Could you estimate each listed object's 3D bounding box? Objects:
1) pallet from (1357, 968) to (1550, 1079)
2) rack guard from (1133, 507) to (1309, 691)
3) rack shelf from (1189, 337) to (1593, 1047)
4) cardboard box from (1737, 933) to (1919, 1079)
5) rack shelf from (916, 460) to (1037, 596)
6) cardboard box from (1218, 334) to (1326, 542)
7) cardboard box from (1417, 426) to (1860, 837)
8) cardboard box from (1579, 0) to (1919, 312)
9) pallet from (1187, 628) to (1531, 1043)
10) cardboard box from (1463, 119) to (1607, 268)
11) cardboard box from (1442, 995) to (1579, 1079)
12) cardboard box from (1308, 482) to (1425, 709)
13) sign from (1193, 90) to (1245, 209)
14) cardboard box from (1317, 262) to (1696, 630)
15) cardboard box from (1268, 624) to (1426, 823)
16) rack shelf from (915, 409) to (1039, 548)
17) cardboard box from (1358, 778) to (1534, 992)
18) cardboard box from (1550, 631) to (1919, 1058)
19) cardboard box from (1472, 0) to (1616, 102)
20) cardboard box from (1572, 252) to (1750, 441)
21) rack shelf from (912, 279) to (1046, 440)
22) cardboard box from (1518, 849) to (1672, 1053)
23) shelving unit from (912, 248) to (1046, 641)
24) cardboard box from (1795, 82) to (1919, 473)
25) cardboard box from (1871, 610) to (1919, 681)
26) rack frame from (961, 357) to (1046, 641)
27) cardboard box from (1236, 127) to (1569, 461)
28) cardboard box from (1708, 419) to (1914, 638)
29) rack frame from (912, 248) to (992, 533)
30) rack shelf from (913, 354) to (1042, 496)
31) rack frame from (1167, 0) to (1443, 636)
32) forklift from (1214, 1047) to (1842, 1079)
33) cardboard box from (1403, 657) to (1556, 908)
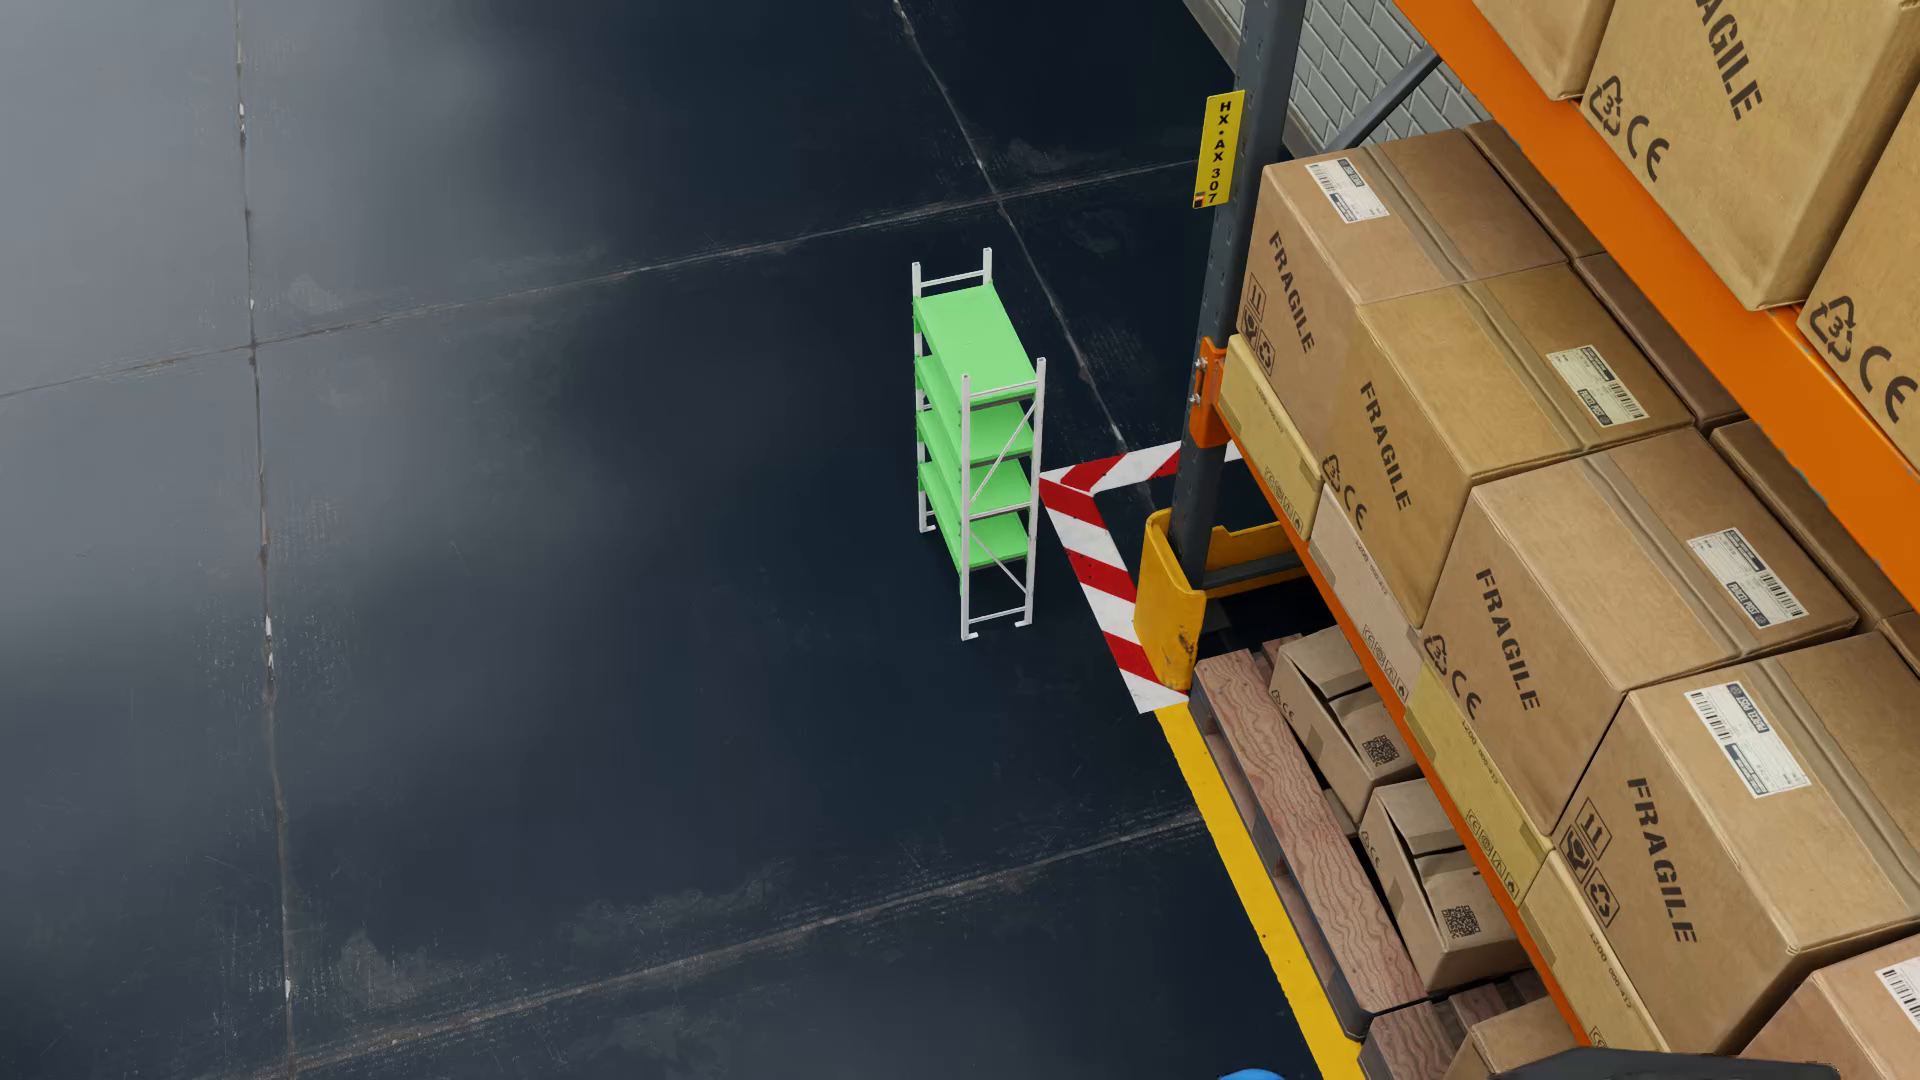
[{"bbox_3d":[1.731,1.662,4.211,1.003,0.211,1.213,-13,51,-11],"label":"pallet"},{"bbox_3d":[1.167,0.078,5.357,1.175,0.500,0.348,-13,51,-11],"label":"rack guard"},{"bbox_3d":[1.736,0.910,3.492,1.077,0.370,4.000,-13,51,-11],"label":"rack shelf"},{"bbox_3d":[1.601,0.930,2.599,0.500,0.500,0.500,-15,51,-12],"label":"cardboard box"},{"bbox_3d":[0.049,-0.070,5.422,0.258,0.148,0.480,-13,51,-11],"label":"rack shelf"},{"bbox_3d":[0.986,-0.313,4.137,0.500,0.250,0.500,-15,51,-12],"label":"cardboard box"},{"bbox_3d":[1.282,0.176,3.234,0.500,0.500,0.500,-15,51,-12],"label":"cardboard box"},{"bbox_3d":[1.287,-0.709,2.345,0.500,0.500,0.500,-11,51,-9],"label":"cardboard box"},{"bbox_3d":[1.374,0.773,4.961,1.003,0.211,1.213,-13,51,-11],"label":"pallet"},{"bbox_3d":[1.487,-0.687,3.961,0.500,0.500,0.500,-14,51,-11],"label":"cardboard box"},{"bbox_3d":[1.601,1.370,3.980,0.700,0.500,0.500,-16,52,-13],"label":"cardboard box"},{"bbox_3d":[1.153,0.063,3.820,0.500,0.250,0.500,-15,51,-12],"label":"cardboard box"},{"bbox_3d":[0.626,-0.939,4.014,0.100,0.325,0.005,-13,51,-11],"label":"sign"},{"bbox_3d":[1.135,-0.203,3.554,0.500,0.500,0.500,-13,51,-11],"label":"cardboard box"},{"bbox_3d":[1.263,0.468,4.865,0.500,0.311,0.500,-19,52,-15],"label":"cardboard box"},{"bbox_3d":[0.049,-0.225,5.238,0.258,0.148,0.480,-13,51,-11],"label":"rack shelf"},{"bbox_3d":[1.432,0.884,4.514,0.500,0.311,0.500,-10,51,-8],"label":"cardboard box"},{"bbox_3d":[1.446,0.550,2.919,0.500,0.500,0.500,-12,51,-10],"label":"cardboard box"},{"bbox_3d":[1.129,-1.087,2.664,0.500,0.500,0.500,-10,51,-9],"label":"cardboard box"},{"bbox_3d":[1.626,-0.317,3.650,0.500,0.500,0.500,-13,51,-10],"label":"cardboard box"},{"bbox_3d":[0.049,-0.534,4.871,0.258,0.148,0.480,-13,51,-11],"label":"rack shelf"},{"bbox_3d":[1.445,0.806,3.193,0.500,0.250,0.500,-13,51,-11],"label":"cardboard box"},{"bbox_3d":[0.049,-0.266,5.189,0.258,1.200,0.503,-13,51,-11],"label":"shelving unit"},{"bbox_3d":[1.465,-0.323,2.020,0.500,0.500,0.500,-10,51,-9],"label":"cardboard box"},{"bbox_3d":[1.932,0.428,3.022,0.500,0.500,0.500,-13,51,-10],"label":"cardboard box"},{"bbox_3d":[0.121,-0.088,5.039,0.240,1.200,0.015,-13,51,-11],"label":"rack frame"},{"bbox_3d":[0.999,-0.566,3.860,0.500,0.500,0.500,-13,51,-11],"label":"cardboard box"},{"bbox_3d":[1.783,0.060,3.332,0.500,0.500,0.500,-15,51,-12],"label":"cardboard box"},{"bbox_3d":[-0.023,-0.444,5.340,0.240,1.200,0.015,-13,51,-11],"label":"rack frame"},{"bbox_3d":[0.049,-0.379,5.055,0.258,0.148,0.480,-13,51,-11],"label":"rack shelf"},{"bbox_3d":[1.145,-0.783,4.448,1.000,3.000,0.127,-13,51,-11],"label":"rack frame"},{"bbox_3d":[0.666,2.017,2.133,1.130,2.935,3.031,-14,51,-12],"label":"forklift"},{"bbox_3d":[1.298,0.437,3.505,0.500,0.250,0.500,-14,51,-12],"label":"cardboard box"}]
